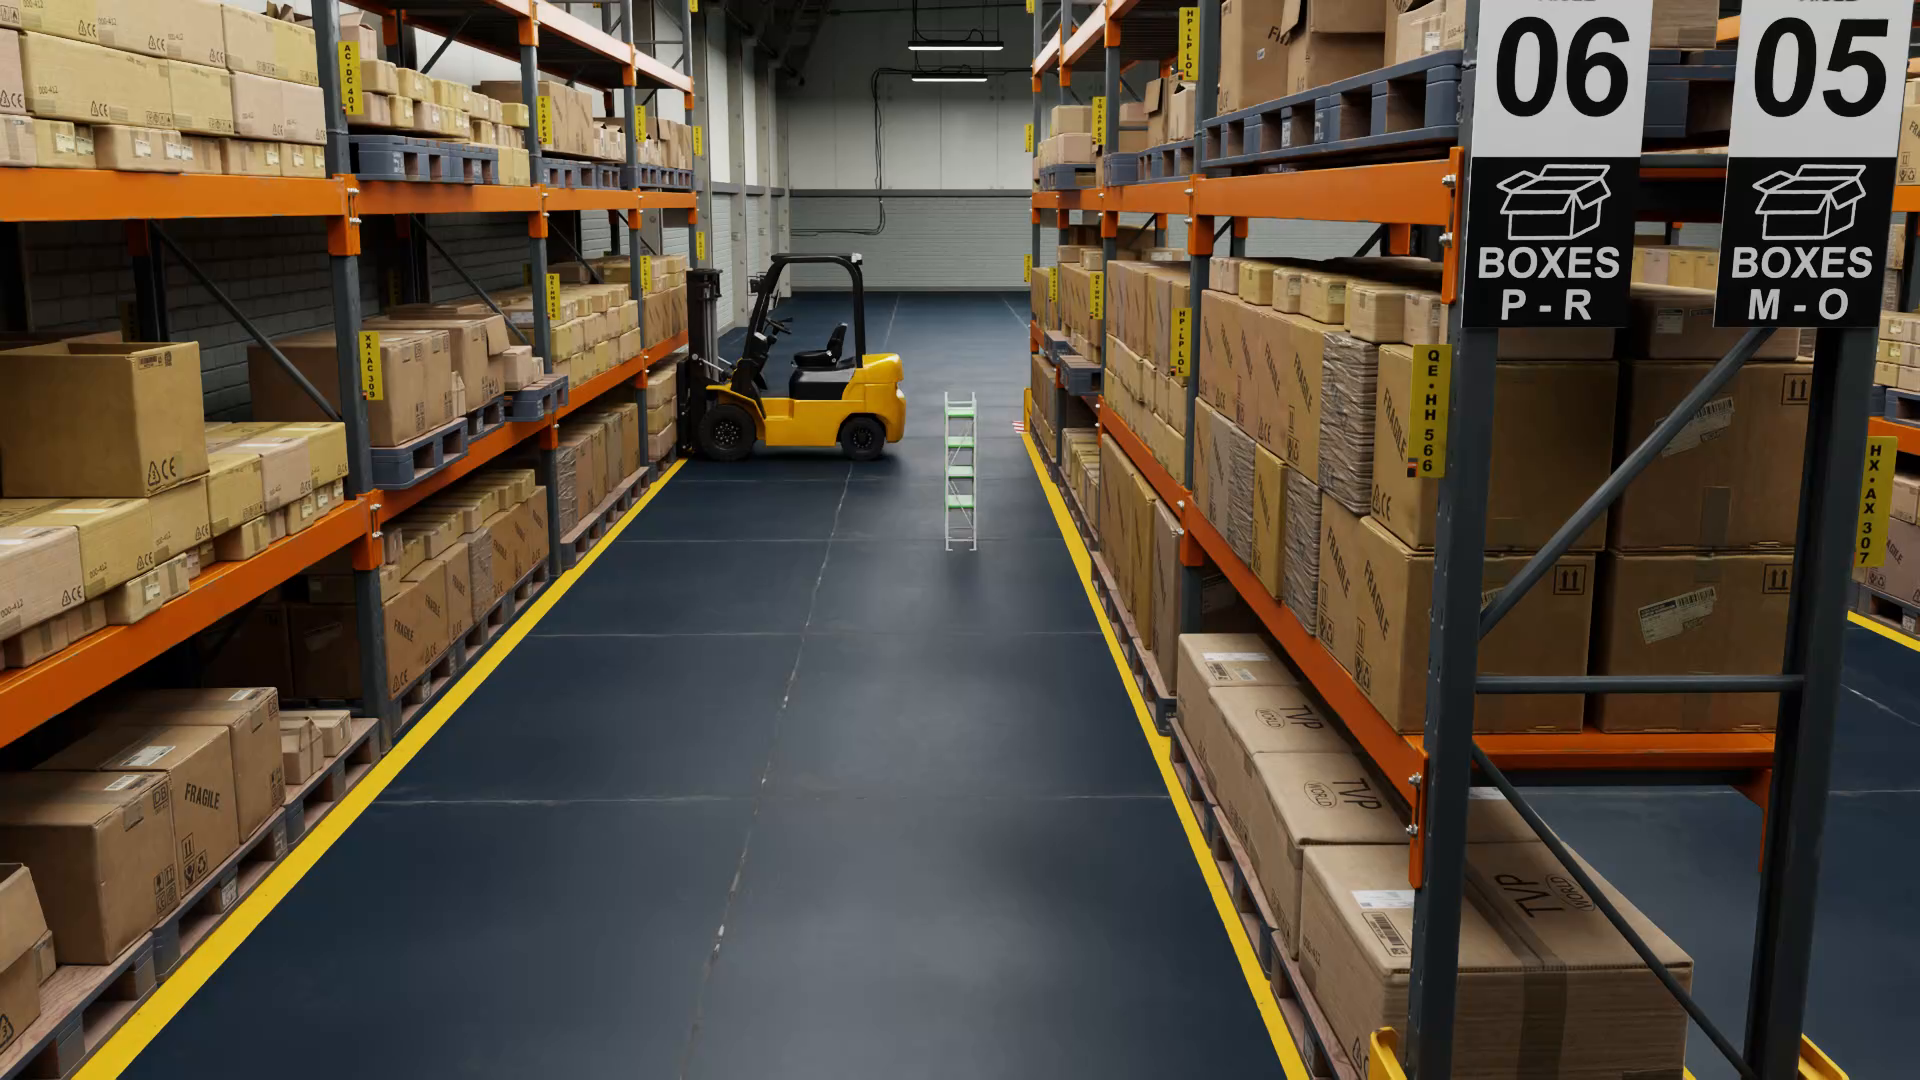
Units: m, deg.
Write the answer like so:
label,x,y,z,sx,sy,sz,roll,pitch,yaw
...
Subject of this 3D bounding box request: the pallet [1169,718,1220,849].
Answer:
label,x,y,z,sx,sy,sz,roll,pitch,yaw
pallet,1.544,1.094,7.636,1.003,0.211,1.213,0,11,-1

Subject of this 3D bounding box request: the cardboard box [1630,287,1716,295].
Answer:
label,x,y,z,sx,sy,sz,roll,pitch,yaw
cardboard box,1.991,-0.662,4.878,0.380,0.149,0.250,0,11,1

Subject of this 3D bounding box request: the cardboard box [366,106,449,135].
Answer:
label,x,y,z,sx,sy,sz,roll,pitch,yaw
cardboard box,-2.988,-2.269,8.978,0.380,0.149,0.250,0,11,-2

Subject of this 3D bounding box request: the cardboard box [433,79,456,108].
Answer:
label,x,y,z,sx,sy,sz,roll,pitch,yaw
cardboard box,-3.019,-2.468,9.210,0.380,0.149,0.250,0,11,-1

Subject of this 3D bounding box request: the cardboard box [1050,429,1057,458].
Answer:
label,x,y,z,sx,sy,sz,roll,pitch,yaw
cardboard box,1.160,-0.989,16.750,0.500,0.250,0.500,0,11,1

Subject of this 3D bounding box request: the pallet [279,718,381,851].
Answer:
label,x,y,z,sx,sy,sz,roll,pitch,yaw
pallet,-3.343,1.100,7.606,1.003,0.211,1.213,0,11,-1

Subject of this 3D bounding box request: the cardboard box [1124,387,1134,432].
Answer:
label,x,y,z,sx,sy,sz,roll,pitch,yaw
cardboard box,1.315,-0.841,10.538,0.500,0.250,0.500,0,11,1

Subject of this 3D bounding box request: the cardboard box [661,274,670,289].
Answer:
label,x,y,z,sx,sy,sz,roll,pitch,yaw
cardboard box,-3.277,-2.732,17.599,0.380,0.149,0.250,0,11,-2

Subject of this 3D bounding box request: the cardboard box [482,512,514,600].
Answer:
label,x,y,z,sx,sy,sz,roll,pitch,yaw
cardboard box,-3.202,0.108,10.714,0.500,0.500,0.500,0,11,1

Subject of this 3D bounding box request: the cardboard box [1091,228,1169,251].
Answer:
label,x,y,z,sx,sy,sz,roll,pitch,yaw
cardboard box,1.648,-2.788,16.241,0.700,0.500,0.500,0,11,-2

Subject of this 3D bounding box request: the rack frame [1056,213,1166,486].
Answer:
label,x,y,z,sx,sy,sz,roll,pitch,yaw
rack frame,1.441,-2.014,15.944,1.000,3.000,0.127,0,11,-1

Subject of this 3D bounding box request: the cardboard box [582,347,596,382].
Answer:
label,x,y,z,sx,sy,sz,roll,pitch,yaw
cardboard box,-3.227,-1.416,13.373,0.500,0.250,0.500,-1,11,-3

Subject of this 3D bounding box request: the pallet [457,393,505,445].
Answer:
label,x,y,z,sx,sy,sz,roll,pitch,yaw
pallet,-3.394,-0.718,10.034,1.003,0.211,1.213,0,11,-1

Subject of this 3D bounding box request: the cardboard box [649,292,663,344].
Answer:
label,x,y,z,sx,sy,sz,roll,pitch,yaw
cardboard box,-3.297,-2.235,16.780,0.500,0.500,0.500,0,11,0

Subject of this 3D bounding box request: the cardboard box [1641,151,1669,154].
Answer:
label,x,y,z,sx,sy,sz,roll,pitch,yaw
cardboard box,6.157,-3.377,14.440,0.380,0.149,0.250,0,11,-1

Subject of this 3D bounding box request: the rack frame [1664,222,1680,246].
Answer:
label,x,y,z,sx,sy,sz,roll,pitch,yaw
rack frame,6.388,-2.055,16.144,1.000,3.000,0.127,0,11,-1

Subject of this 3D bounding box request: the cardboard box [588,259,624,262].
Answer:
label,x,y,z,sx,sy,sz,roll,pitch,yaw
cardboard box,-3.808,-2.926,17.806,0.380,0.149,0.250,0,11,-1

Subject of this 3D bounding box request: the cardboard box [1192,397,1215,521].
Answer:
label,x,y,z,sx,sy,sz,roll,pitch,yaw
cardboard box,1.354,-0.379,7.631,0.500,0.500,0.500,0,11,1

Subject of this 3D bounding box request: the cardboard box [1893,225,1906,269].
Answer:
label,x,y,z,sx,sy,sz,roll,pitch,yaw
cardboard box,11.008,-3.325,18.891,0.500,0.500,0.500,0,11,-1

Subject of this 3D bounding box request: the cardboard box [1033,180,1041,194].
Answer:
label,x,y,z,sx,sy,sz,roll,pitch,yaw
cardboard box,1.040,-4.089,19.259,0.380,0.149,0.250,0,11,-1

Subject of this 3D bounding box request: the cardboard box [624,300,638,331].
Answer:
label,x,y,z,sx,sy,sz,roll,pitch,yaw
cardboard box,-3.256,-2.068,15.329,0.500,0.250,0.500,0,11,-2

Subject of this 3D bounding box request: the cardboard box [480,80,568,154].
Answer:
label,x,y,z,sx,sy,sz,roll,pitch,yaw
cardboard box,-3.210,-3.117,12.276,0.500,0.500,0.500,0,11,-1

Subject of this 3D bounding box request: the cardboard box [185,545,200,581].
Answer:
label,x,y,z,sx,sy,sz,roll,pitch,yaw
cardboard box,-3.083,0.089,6.207,0.380,0.149,0.250,0,11,-1

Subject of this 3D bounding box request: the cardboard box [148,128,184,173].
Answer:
label,x,y,z,sx,sy,sz,roll,pitch,yaw
cardboard box,-2.992,-1.374,5.874,0.380,0.149,0.250,0,11,0

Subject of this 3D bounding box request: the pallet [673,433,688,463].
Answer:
label,x,y,z,sx,sy,sz,roll,pitch,yaw
pallet,-3.524,-1.028,18.096,1.003,0.211,1.213,0,11,-1

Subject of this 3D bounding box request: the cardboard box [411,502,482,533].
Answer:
label,x,y,z,sx,sy,sz,roll,pitch,yaw
cardboard box,-3.176,-0.136,10.284,0.380,0.149,0.250,-1,11,-4

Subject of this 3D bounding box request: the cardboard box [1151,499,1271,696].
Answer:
label,x,y,z,sx,sy,sz,roll,pitch,yaw
cardboard box,1.513,0.288,8.881,0.875,0.875,0.875,0,11,1

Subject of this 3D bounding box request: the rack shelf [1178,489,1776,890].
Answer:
label,x,y,z,sx,sy,sz,roll,pitch,yaw
rack shelf,1.647,0.326,6.218,1.077,0.370,4.000,0,11,-1

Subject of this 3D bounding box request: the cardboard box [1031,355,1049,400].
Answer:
label,x,y,z,sx,sy,sz,roll,pitch,yaw
cardboard box,1.099,-1.869,19.201,0.500,0.500,0.500,-1,11,-3

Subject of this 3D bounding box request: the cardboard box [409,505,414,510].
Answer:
label,x,y,z,sx,sy,sz,roll,pitch,yaw
cardboard box,-3.763,-0.235,10.775,0.380,0.149,0.250,-1,11,-4

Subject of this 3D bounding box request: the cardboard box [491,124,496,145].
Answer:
label,x,y,z,sx,sy,sz,roll,pitch,yaw
cardboard box,-3.225,-2.617,10.743,0.380,0.149,0.250,0,11,0

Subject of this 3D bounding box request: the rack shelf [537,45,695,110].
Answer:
label,x,y,z,sx,sy,sz,roll,pitch,yaw
rack shelf,-3.563,-4.782,17.315,1.077,0.370,4.000,0,11,-1

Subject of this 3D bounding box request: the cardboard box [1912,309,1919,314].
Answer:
label,x,y,z,sx,sy,sz,roll,pitch,yaw
cardboard box,6.939,-1.538,11.677,0.380,0.149,0.250,-1,11,-3

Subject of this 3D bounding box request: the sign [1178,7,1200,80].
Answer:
label,x,y,z,sx,sy,sz,roll,pitch,yaw
sign,1.064,-2.298,7.704,0.100,0.325,0.005,0,11,-1

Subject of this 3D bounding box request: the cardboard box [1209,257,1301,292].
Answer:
label,x,y,z,sx,sy,sz,roll,pitch,yaw
cardboard box,1.353,-1.217,7.617,0.380,0.149,0.250,0,11,-2

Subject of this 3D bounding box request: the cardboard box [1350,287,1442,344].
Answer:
label,x,y,z,sx,sy,sz,roll,pitch,yaw
cardboard box,1.362,-0.658,4.860,0.380,0.149,0.250,0,11,-2

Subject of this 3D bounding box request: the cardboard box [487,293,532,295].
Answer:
label,x,y,z,sx,sy,sz,roll,pitch,yaw
cardboard box,-3.744,-1.986,13.922,0.380,0.149,0.250,0,11,-1

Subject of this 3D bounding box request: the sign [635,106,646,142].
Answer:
label,x,y,z,sx,sy,sz,roll,pitch,yaw
sign,-2.979,-3.875,15.480,0.100,0.325,0.005,0,11,-1

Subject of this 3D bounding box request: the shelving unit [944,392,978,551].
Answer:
label,x,y,z,sx,sy,sz,roll,pitch,yaw
shelving unit,0.003,-0.555,13.278,0.258,1.200,0.503,0,11,-1

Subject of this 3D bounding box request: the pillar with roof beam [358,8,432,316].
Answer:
label,x,y,z,sx,sy,sz,roll,pitch,yaw
pillar with roof beam,-0.063,-4.411,12.671,9.100,9.000,0.400,0,11,-1

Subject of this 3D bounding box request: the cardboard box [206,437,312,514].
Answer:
label,x,y,z,sx,sy,sz,roll,pitch,yaw
cardboard box,-3.077,-0.276,7.002,0.500,0.250,0.500,0,11,-1

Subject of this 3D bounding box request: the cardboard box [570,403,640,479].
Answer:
label,x,y,z,sx,sy,sz,roll,pitch,yaw
cardboard box,-3.500,-0.932,15.523,0.875,0.625,0.625,0,11,1

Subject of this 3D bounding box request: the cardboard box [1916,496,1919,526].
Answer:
label,x,y,z,sx,sy,sz,roll,pitch,yaw
cardboard box,6.262,-0.167,10.183,0.500,0.250,0.500,-1,11,-4

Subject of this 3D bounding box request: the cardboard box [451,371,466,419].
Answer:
label,x,y,z,sx,sy,sz,roll,pitch,yaw
cardboard box,-3.001,-0.821,9.342,0.396,0.266,0.258,0,11,2

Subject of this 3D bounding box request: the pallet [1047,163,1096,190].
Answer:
label,x,y,z,sx,sy,sz,roll,pitch,yaw
pallet,1.372,-3.063,14.041,1.213,0.211,1.003,0,11,-1

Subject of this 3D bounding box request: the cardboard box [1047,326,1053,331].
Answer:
label,x,y,z,sx,sy,sz,roll,pitch,yaw
cardboard box,1.105,-2.156,17.273,0.380,0.149,0.250,0,11,-2

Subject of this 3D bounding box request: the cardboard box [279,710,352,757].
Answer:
label,x,y,z,sx,sy,sz,roll,pitch,yaw
cardboard box,-3.051,0.898,7.703,0.380,0.149,0.250,-1,11,-3

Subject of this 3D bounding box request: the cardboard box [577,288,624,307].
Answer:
label,x,y,z,sx,sy,sz,roll,pitch,yaw
cardboard box,-3.179,-2.141,14.687,0.380,0.149,0.250,-1,11,-3

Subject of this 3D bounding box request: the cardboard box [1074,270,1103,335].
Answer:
label,x,y,z,sx,sy,sz,roll,pitch,yaw
cardboard box,1.203,-1.912,13.384,0.500,0.500,0.500,-1,12,-5

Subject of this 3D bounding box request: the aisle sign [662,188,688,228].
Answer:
label,x,y,z,sx,sy,sz,roll,pitch,yaw
aisle sign,-3.312,-4.077,19.571,0.394,0.787,0.004,0,11,-1

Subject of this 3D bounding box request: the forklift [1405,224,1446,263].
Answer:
label,x,y,z,sx,sy,sz,roll,pitch,yaw
forklift,4.022,-1.281,12.499,3.031,2.935,1.130,0,11,-1

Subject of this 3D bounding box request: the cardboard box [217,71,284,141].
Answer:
label,x,y,z,sx,sy,sz,roll,pitch,yaw
cardboard box,-3.075,-1.747,6.712,0.500,0.250,0.500,-1,11,-3

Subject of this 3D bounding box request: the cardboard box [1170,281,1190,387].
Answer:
label,x,y,z,sx,sy,sz,roll,pitch,yaw
cardboard box,1.346,-1.051,8.429,0.500,0.500,0.500,0,11,1

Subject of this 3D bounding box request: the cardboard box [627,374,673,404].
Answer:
label,x,y,z,sx,sy,sz,roll,pitch,yaw
cardboard box,-3.218,-1.541,16.954,0.500,0.250,0.500,0,11,-1
